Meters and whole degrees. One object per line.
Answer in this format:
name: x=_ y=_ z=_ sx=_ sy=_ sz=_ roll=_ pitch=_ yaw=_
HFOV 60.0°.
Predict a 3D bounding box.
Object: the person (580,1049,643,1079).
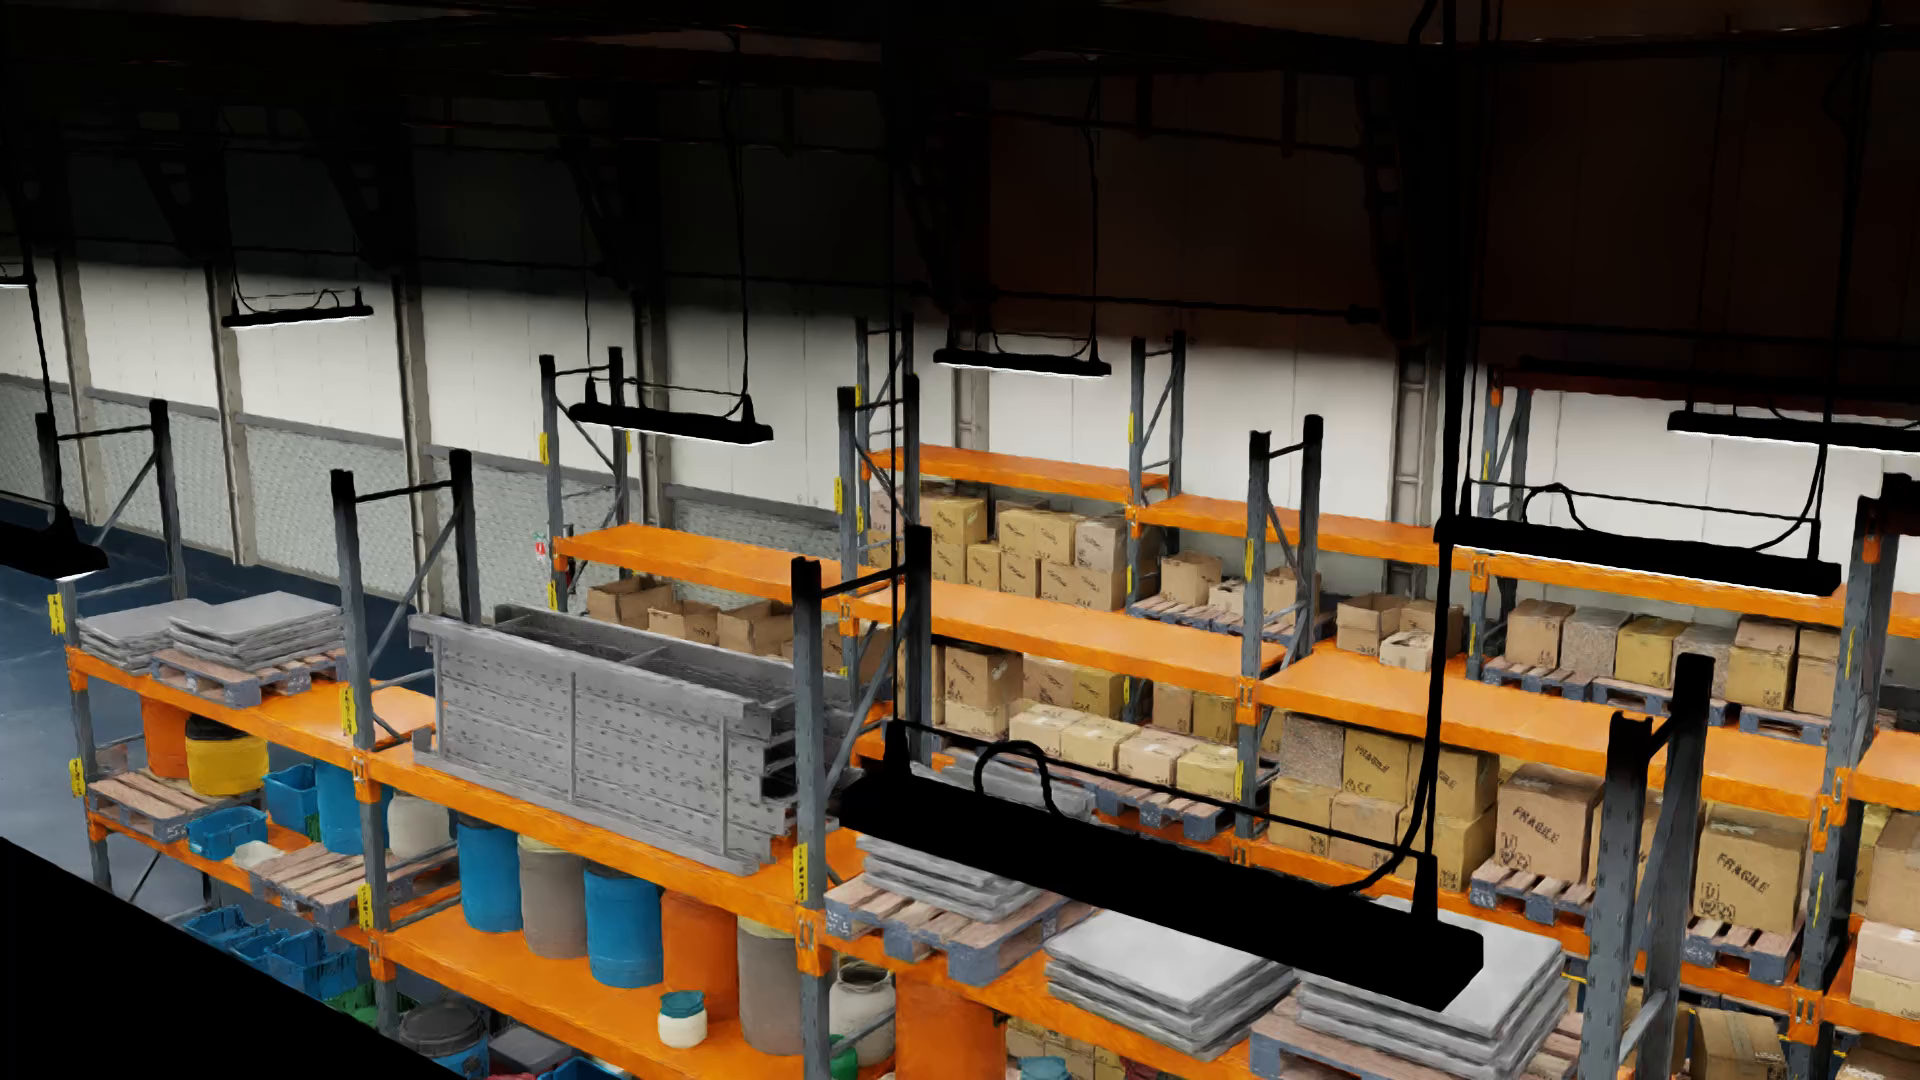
person: x=-2.842 y=4.242 z=13.376 sx=1.082 sy=1.588 sz=0.450 roll=11 pitch=17 yaw=40
